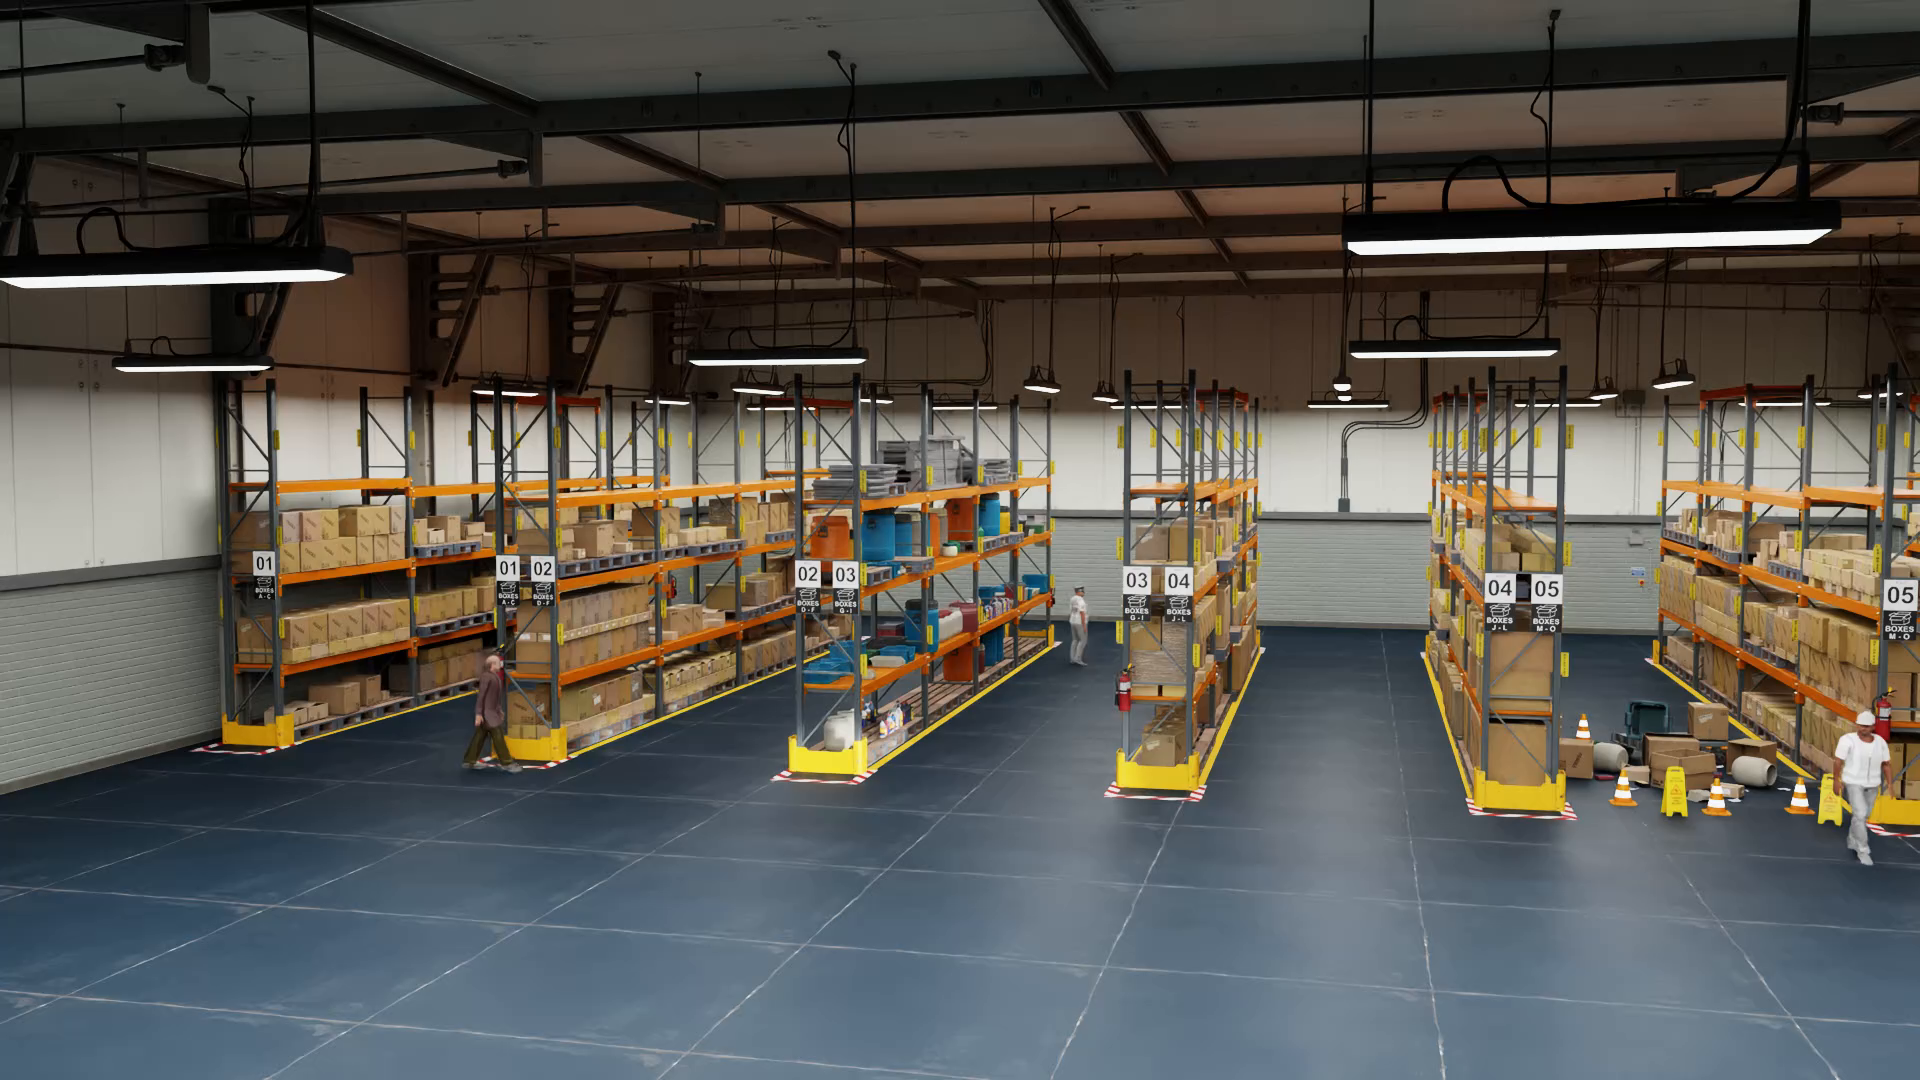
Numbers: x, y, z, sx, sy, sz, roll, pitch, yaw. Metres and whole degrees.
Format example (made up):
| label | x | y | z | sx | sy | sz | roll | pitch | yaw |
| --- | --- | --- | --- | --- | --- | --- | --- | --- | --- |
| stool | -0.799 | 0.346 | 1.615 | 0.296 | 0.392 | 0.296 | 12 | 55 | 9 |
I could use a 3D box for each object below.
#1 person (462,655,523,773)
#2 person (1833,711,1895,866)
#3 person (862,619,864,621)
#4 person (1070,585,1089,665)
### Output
| label | x | y | z | sx | sy | sz | roll | pitch | yaw |
| --- | --- | --- | --- | --- | --- | --- | --- | --- | --- |
| person | -7.053 | 2.611 | 25.083 | 0.970 | 1.744 | 0.639 | 0 | 3 | -1 |
| person | 10.797 | 2.953 | 19.865 | 0.598 | 1.823 | 0.701 | 0 | 3 | -2 |
| person | -3.047 | 1.454 | 45.849 | 1.084 | 1.593 | 0.487 | 2 | 4 | 26 |
| person | 2.672 | 1.913 | 37.200 | 0.420 | 1.822 | 0.642 | -2 | 4 | -24 |
